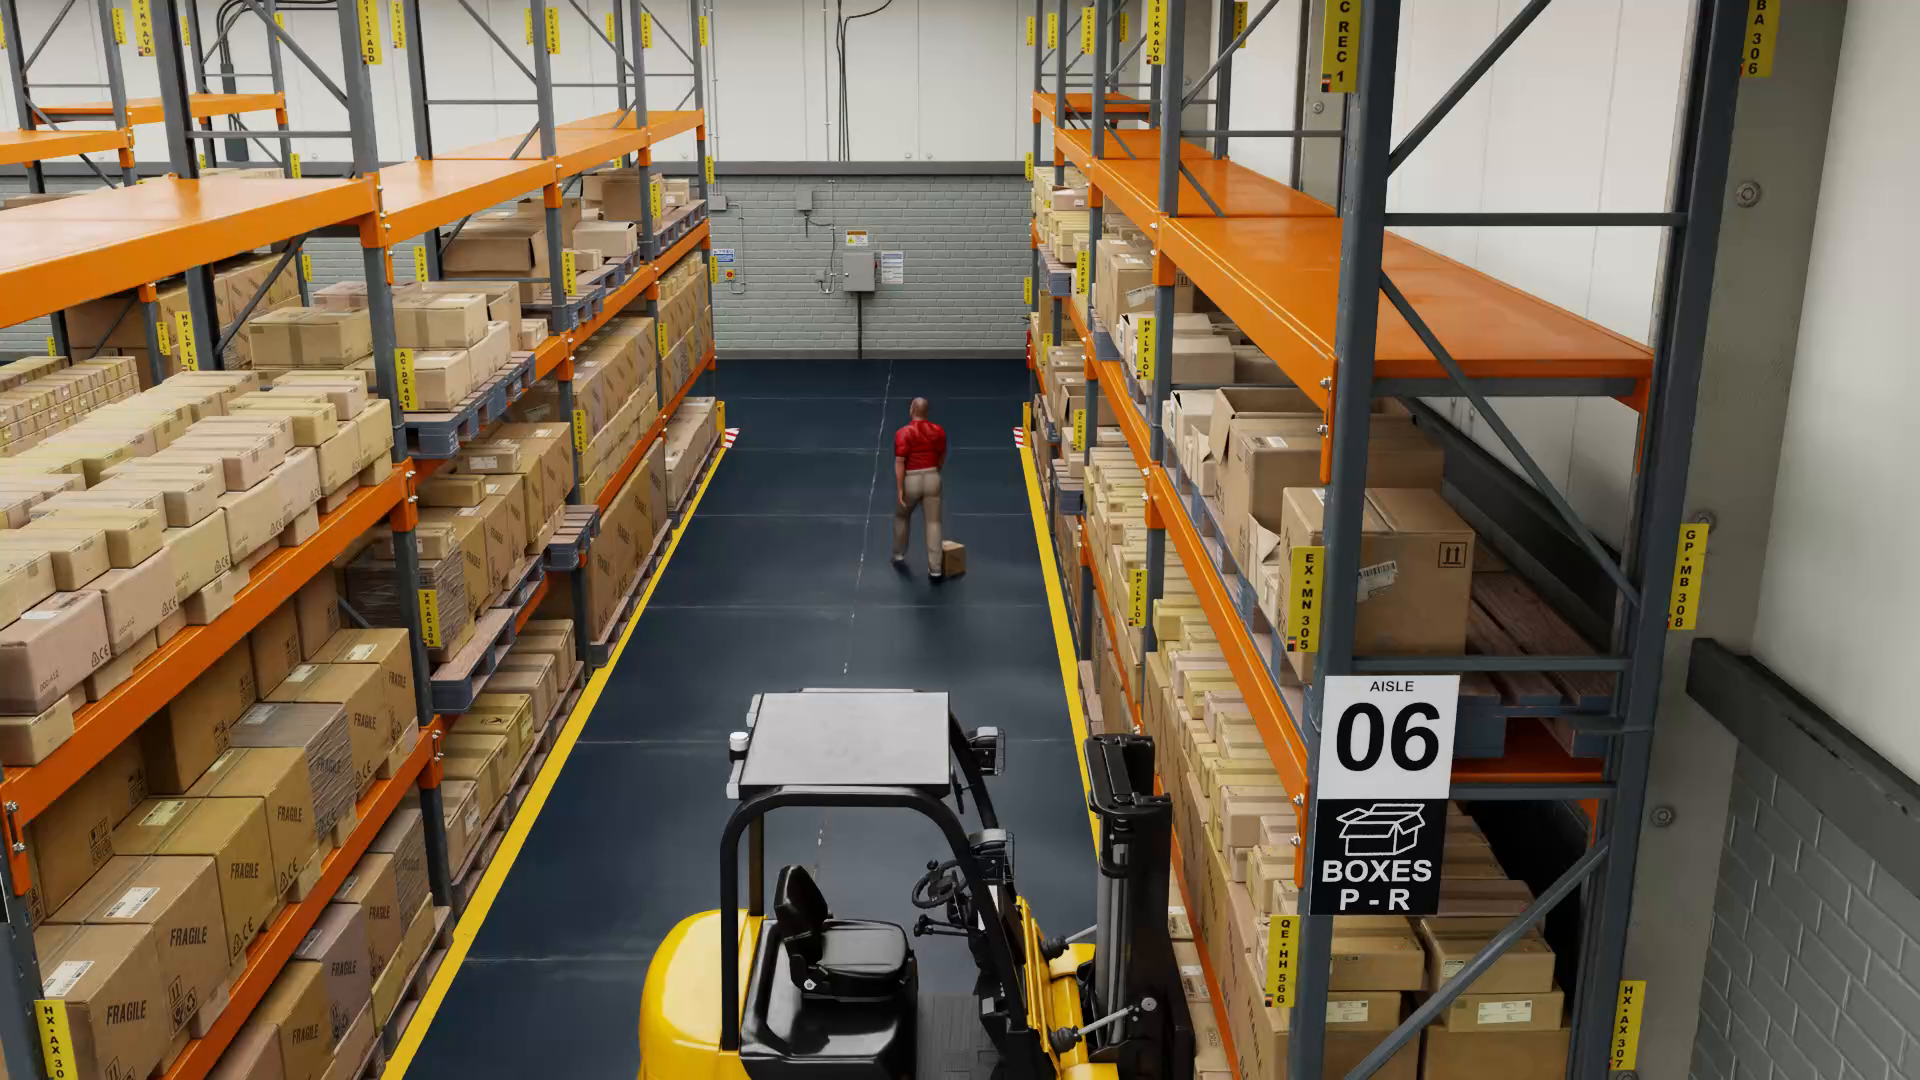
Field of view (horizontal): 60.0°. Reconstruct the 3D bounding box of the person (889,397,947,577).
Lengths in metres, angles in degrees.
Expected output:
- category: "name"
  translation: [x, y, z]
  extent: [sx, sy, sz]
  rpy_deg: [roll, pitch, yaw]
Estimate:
- category: "person"
  translation: [-0.400, -0.518, 15.870]
  extent: [0.540, 1.746, 0.878]
  rpy_deg: [-5, 18, -15]
